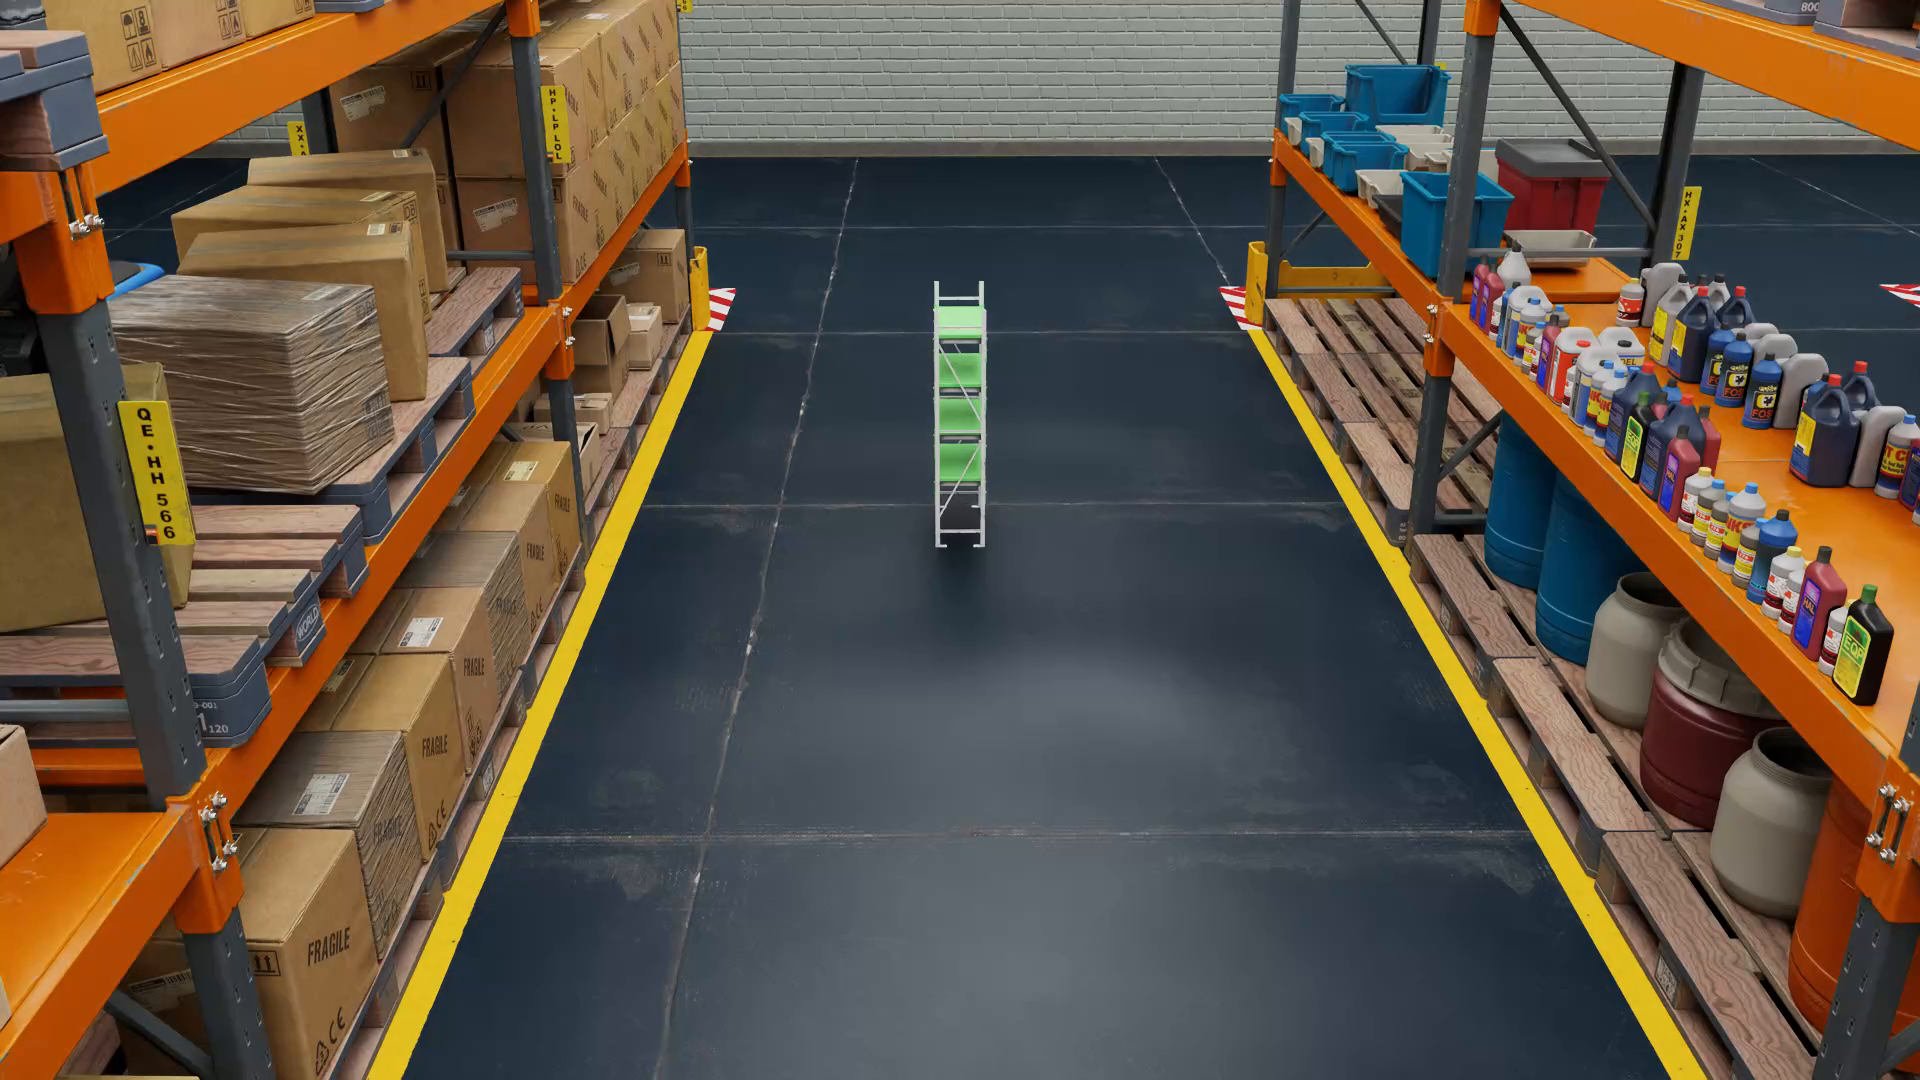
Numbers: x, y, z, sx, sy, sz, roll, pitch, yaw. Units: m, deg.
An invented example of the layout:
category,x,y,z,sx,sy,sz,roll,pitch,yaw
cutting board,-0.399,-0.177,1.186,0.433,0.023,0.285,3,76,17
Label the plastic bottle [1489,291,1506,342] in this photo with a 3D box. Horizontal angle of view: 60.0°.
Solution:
category,x,y,z,sx,sy,sz,roll,pitch,yaw
plastic bottle,2.259,-0.930,6.907,0.097,0.201,0.097,0,24,0

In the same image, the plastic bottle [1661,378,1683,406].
category,x,y,z,sx,sy,sz,roll,pitch,yaw
plastic bottle,2.417,-0.420,5.695,0.097,0.271,0.097,0,24,0

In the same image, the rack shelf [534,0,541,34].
category,x,y,z,sx,sy,sz,roll,pitch,yaw
rack shelf,-2.315,-3.118,8.737,1.077,0.370,4.000,0,24,-1

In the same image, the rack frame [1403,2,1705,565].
category,x,y,z,sx,sy,sz,roll,pitch,yaw
rack frame,2.660,-1.276,7.431,1.000,3.000,0.127,0,24,-1

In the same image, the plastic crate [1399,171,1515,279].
category,x,y,z,sx,sy,sz,roll,pitch,yaw
plastic crate,2.314,-1.487,7.844,0.392,0.384,0.575,0,24,-1

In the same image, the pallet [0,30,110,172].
category,x,y,z,sx,sy,sz,roll,pitch,yaw
pallet,-2.152,-0.608,2.544,1.213,0.211,1.003,1,24,2

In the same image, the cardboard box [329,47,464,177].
category,x,y,z,sx,sy,sz,roll,pitch,yaw
cardboard box,-2.557,-1.963,7.616,0.500,0.500,0.500,0,24,0

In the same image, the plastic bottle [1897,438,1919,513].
category,x,y,z,sx,sy,sz,roll,pitch,yaw
plastic bottle,3.056,-0.230,5.261,0.061,0.283,0.133,0,24,-1

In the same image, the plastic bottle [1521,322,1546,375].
category,x,y,z,sx,sy,sz,roll,pitch,yaw
plastic bottle,2.263,-0.754,6.518,0.097,0.201,0.097,0,24,0

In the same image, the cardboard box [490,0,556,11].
category,x,y,z,sx,sy,sz,roll,pitch,yaw
cardboard box,-2.581,-2.799,9.464,0.500,0.500,0.500,0,24,0

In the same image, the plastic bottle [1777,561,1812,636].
category,x,y,z,sx,sy,sz,roll,pitch,yaw
plastic bottle,2.288,0.156,4.507,0.097,0.201,0.097,0,24,0

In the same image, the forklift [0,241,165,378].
category,x,y,z,sx,sy,sz,roll,pitch,yaw
forklift,-4.815,-1.245,7.447,1.130,2.935,3.031,1,24,2

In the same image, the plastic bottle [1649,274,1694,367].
category,x,y,z,sx,sy,sz,roll,pitch,yaw
plastic bottle,2.853,-0.875,6.605,0.144,0.351,0.185,0,24,-1

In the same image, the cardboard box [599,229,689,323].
category,x,y,z,sx,sy,sz,roll,pitch,yaw
cardboard box,-2.084,-1.742,10.961,0.500,0.500,0.500,0,24,-1

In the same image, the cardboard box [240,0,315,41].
category,x,y,z,sx,sy,sz,roll,pitch,yaw
cardboard box,-2.299,-1.623,4.437,0.910,0.500,0.500,0,24,-1

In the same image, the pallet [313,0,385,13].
category,x,y,z,sx,sy,sz,roll,pitch,yaw
pallet,-2.341,-1.840,5.266,1.213,0.211,1.003,0,24,-1

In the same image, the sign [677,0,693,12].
category,x,y,z,sx,sy,sz,roll,pitch,yaw
sign,-1.781,-3.569,10.713,0.100,0.325,0.005,0,24,-1

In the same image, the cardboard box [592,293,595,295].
category,x,y,z,sx,sy,sz,roll,pitch,yaw
cardboard box,-2.609,-1.420,10.552,0.500,0.250,0.500,0,24,-1

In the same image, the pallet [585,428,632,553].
category,x,y,z,sx,sy,sz,roll,pitch,yaw
pallet,-2.299,-0.267,8.585,1.003,0.211,1.213,0,24,-1

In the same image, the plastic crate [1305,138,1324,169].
category,x,y,z,sx,sy,sz,roll,pitch,yaw
plastic crate,2.218,-2.316,9.978,0.250,0.136,0.298,0,24,-1

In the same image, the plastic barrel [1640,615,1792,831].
category,x,y,z,sx,sy,sz,roll,pitch,yaw
plastic barrel,2.669,0.613,5.671,0.600,0.588,0.708,0,24,-1

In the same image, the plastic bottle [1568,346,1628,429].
category,x,y,z,sx,sy,sz,roll,pitch,yaw
plastic bottle,2.297,-0.550,5.976,0.152,0.276,0.135,0,24,-1

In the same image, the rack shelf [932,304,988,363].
category,x,y,z,sx,sy,sz,roll,pitch,yaw
rack shelf,-0.002,-0.994,7.982,0.258,0.148,0.480,0,24,-1

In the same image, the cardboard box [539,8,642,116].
category,x,y,z,sx,sy,sz,roll,pitch,yaw
cardboard box,-2.034,-2.589,8.999,0.500,0.500,0.500,0,24,1

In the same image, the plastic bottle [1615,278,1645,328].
category,x,y,z,sx,sy,sz,roll,pitch,yaw
plastic bottle,2.863,-1.016,7.098,0.097,0.201,0.097,0,24,0

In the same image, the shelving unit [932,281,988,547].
category,x,y,z,sx,sy,sz,roll,pitch,yaw
shelving unit,-0.002,-0.615,8.154,0.258,1.200,0.503,0,24,-1

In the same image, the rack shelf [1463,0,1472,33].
category,x,y,z,sx,sy,sz,roll,pitch,yaw
rack shelf,2.639,-3.139,8.783,1.077,0.370,4.000,0,24,-1

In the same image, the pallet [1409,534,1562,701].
category,x,y,z,sx,sy,sz,roll,pitch,yaw
pallet,2.627,0.313,7.302,1.003,0.211,1.213,0,24,-1

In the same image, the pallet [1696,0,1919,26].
category,x,y,z,sx,sy,sz,roll,pitch,yaw
pallet,2.782,-1.767,5.105,1.003,0.211,1.213,0,24,-1

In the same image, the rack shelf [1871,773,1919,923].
category,x,y,z,sx,sy,sz,roll,pitch,yaw
rack shelf,2.726,1.524,2.113,1.077,0.370,4.000,0,24,-1

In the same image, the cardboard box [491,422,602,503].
category,x,y,z,sx,sy,sz,roll,pitch,yaw
cardboard box,-2.081,-0.404,8.233,0.500,0.311,0.500,0,24,-1

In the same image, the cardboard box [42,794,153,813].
category,x,y,z,sx,sy,sz,roll,pitch,yaw
cardboard box,-2.499,0.582,4.912,0.500,0.250,0.500,1,24,1

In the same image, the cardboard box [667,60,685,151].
category,x,y,z,sx,sy,sz,roll,pitch,yaw
cardboard box,-2.059,-2.766,10.603,0.500,0.500,0.500,0,24,1

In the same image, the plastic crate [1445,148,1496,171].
category,x,y,z,sx,sy,sz,roll,pitch,yaw
plastic crate,2.896,-2.030,9.229,0.416,0.233,0.300,0,24,-1

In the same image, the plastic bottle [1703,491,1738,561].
category,x,y,z,sx,sy,sz,roll,pitch,yaw
plastic bottle,2.282,-0.045,4.951,0.097,0.201,0.097,0,24,0

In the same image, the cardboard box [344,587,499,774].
category,x,y,z,sx,sy,sz,roll,pitch,yaw
cardboard box,-1.991,0.505,5.992,0.500,0.500,0.500,-1,24,-2

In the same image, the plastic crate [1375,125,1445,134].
category,x,y,z,sx,sy,sz,roll,pitch,yaw
plastic crate,2.807,-2.496,10.376,0.396,0.136,0.243,0,24,-1

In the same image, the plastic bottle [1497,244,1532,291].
category,x,y,z,sx,sy,sz,roll,pitch,yaw
plastic bottle,2.341,-1.090,7.080,0.144,0.351,0.185,0,24,-1

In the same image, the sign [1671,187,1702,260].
category,x,y,z,sx,sy,sz,roll,pitch,yaw
sign,3.211,-1.404,7.378,0.100,0.325,0.005,0,24,-1

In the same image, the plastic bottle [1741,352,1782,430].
category,x,y,z,sx,sy,sz,roll,pitch,yaw
plastic bottle,2.877,-0.539,5.957,0.097,0.271,0.097,0,24,0

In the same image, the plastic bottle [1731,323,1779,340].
category,x,y,z,sx,sy,sz,roll,pitch,yaw
plastic bottle,2.997,-0.700,6.308,0.152,0.276,0.135,0,24,-1

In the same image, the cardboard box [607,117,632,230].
category,x,y,z,sx,sy,sz,roll,pitch,yaw
cardboard box,-2.038,-1.929,8.754,0.500,0.500,0.500,0,24,-1

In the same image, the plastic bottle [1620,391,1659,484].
category,x,y,z,sx,sy,sz,roll,pitch,yaw
plastic bottle,2.257,-0.341,5.506,0.061,0.283,0.133,0,24,-1

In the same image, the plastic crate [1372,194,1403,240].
category,x,y,z,sx,sy,sz,roll,pitch,yaw
plastic crate,2.380,-1.638,8.492,0.437,0.125,0.590,0,24,-1

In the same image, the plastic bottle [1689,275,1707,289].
category,x,y,z,sx,sy,sz,roll,pitch,yaw
plastic bottle,3.036,-0.967,6.889,0.061,0.283,0.133,0,24,-1

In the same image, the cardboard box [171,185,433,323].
category,x,y,z,sx,sy,sz,roll,pitch,yaw
cardboard box,-2.440,-1.013,6.218,0.700,0.500,0.500,4,25,8
